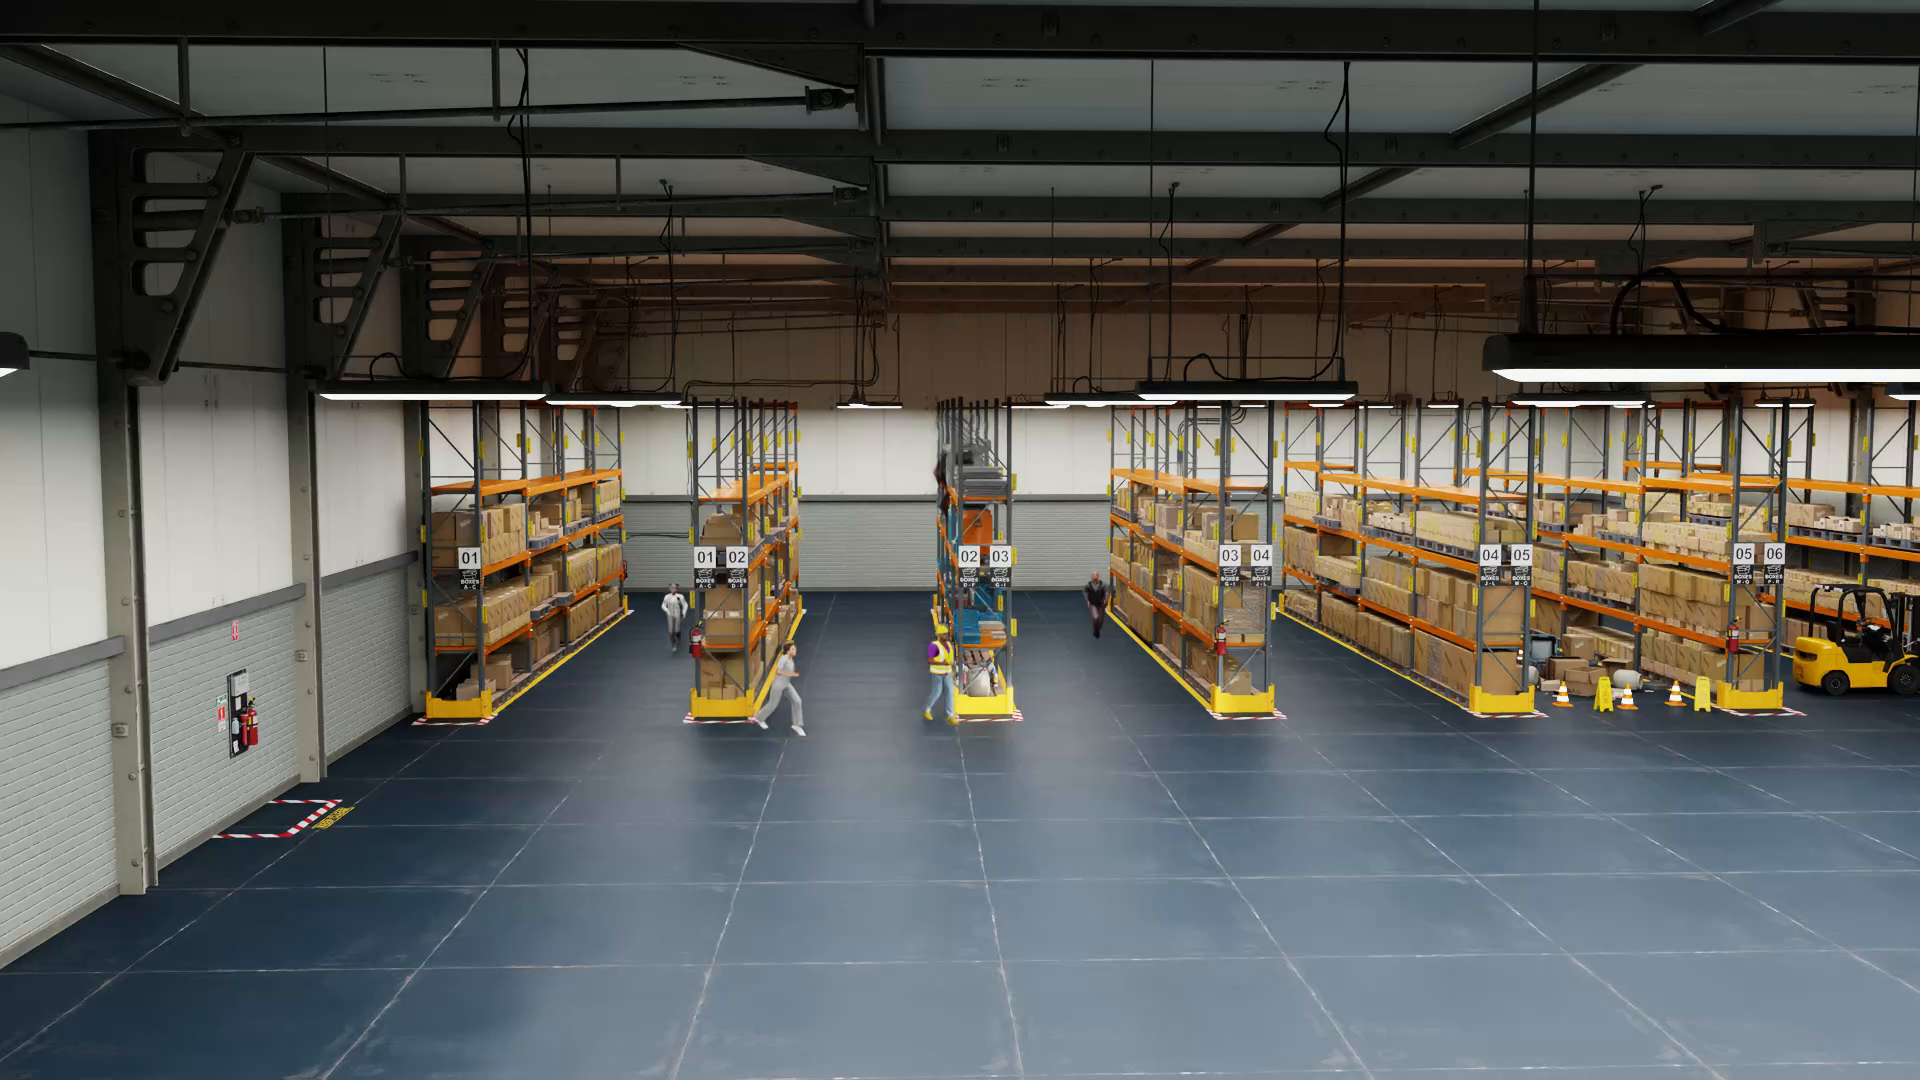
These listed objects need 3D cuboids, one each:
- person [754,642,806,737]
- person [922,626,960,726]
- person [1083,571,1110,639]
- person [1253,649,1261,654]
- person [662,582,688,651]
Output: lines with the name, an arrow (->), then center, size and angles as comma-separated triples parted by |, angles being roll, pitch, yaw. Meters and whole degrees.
person -> -3.205, 2.640, 29.492 | 1.038, 1.653, 0.569 | 2, 5, 27
person -> -0.349, 2.479, 30.567 | 0.721, 1.814, 0.829 | -4, 6, -43
person -> 3.320, 1.594, 40.558 | 0.660, 1.679, 0.673 | 0, 4, 4
person -> 7.010, 1.770, 39.730 | 0.667, 1.786, 0.956 | 0, 4, -6
person -> -6.832, 1.834, 39.771 | 0.612, 1.658, 0.548 | 0, 4, -4
